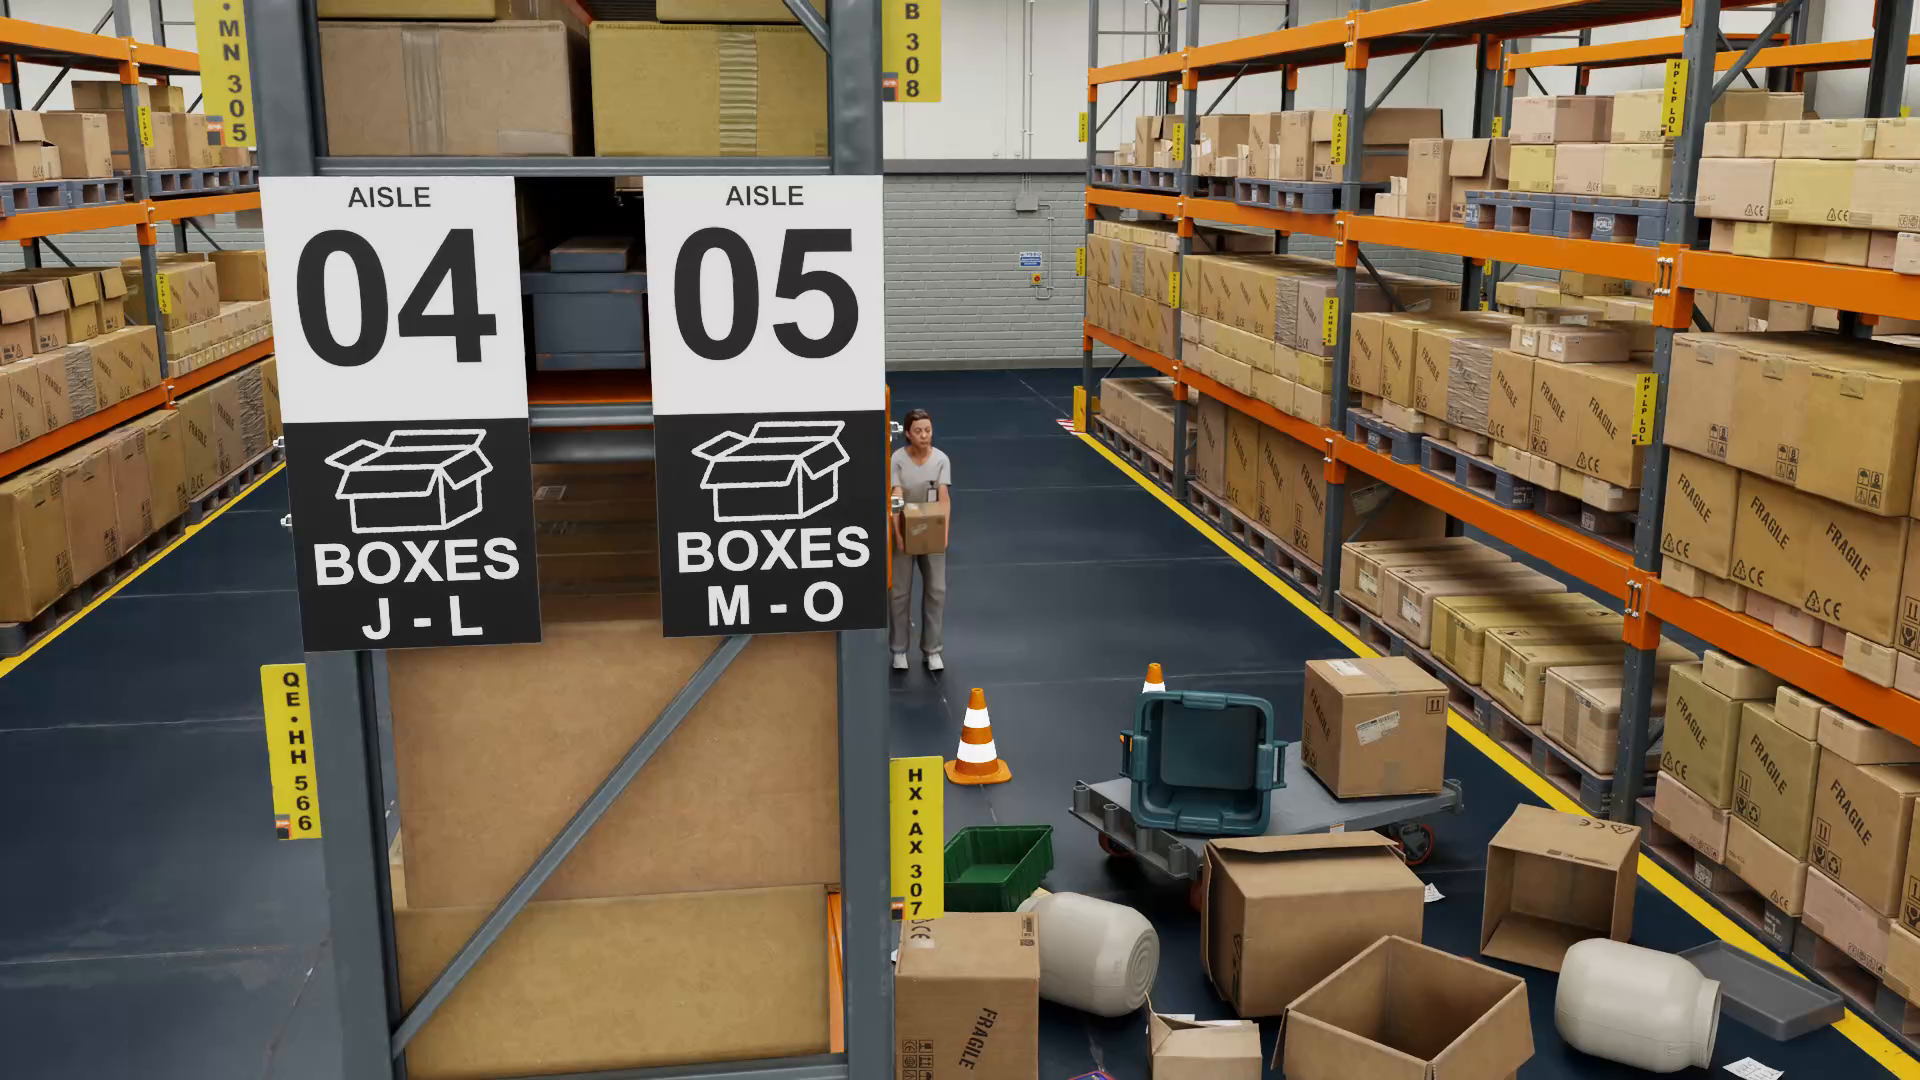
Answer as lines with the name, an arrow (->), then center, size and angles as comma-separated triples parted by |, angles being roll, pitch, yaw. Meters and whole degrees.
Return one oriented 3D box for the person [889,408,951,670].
person -> -0.252, 0.005, 10.504 | 0.411, 1.666, 0.506 | -2, 13, -9
